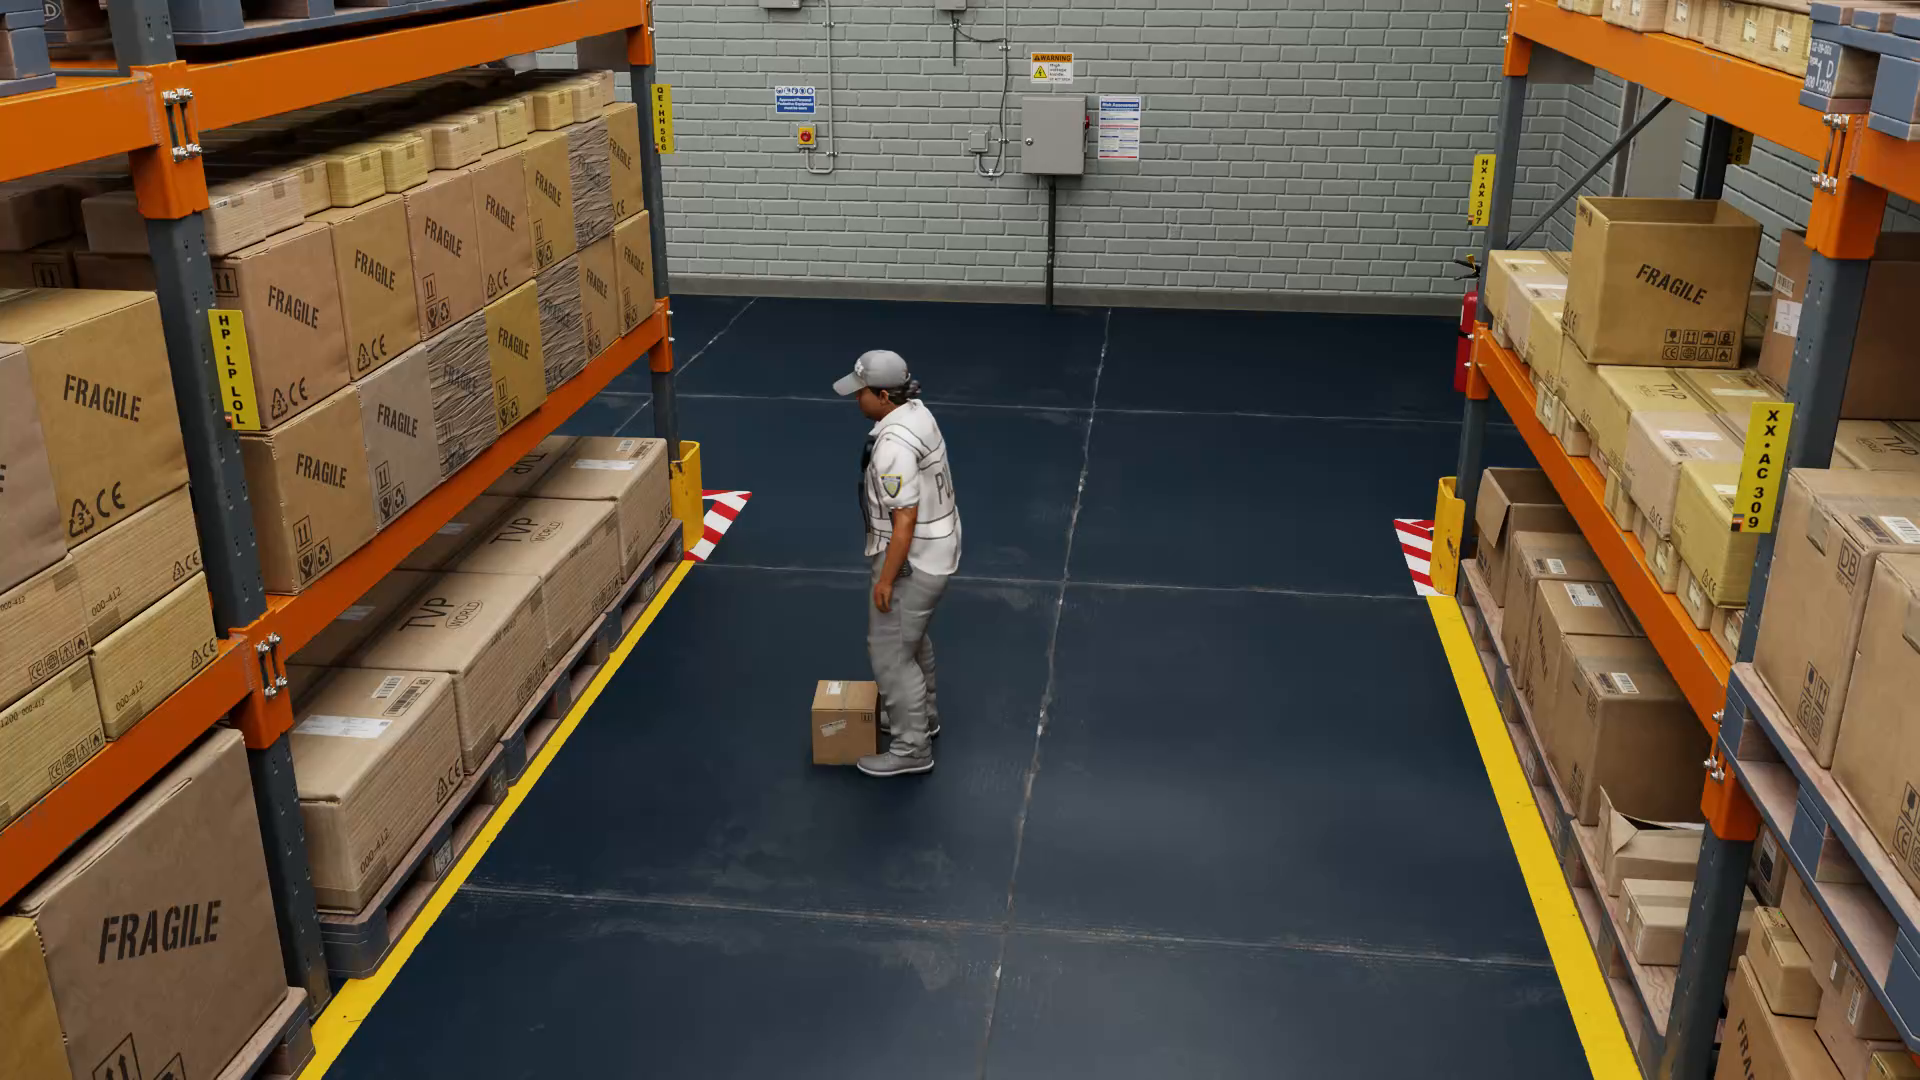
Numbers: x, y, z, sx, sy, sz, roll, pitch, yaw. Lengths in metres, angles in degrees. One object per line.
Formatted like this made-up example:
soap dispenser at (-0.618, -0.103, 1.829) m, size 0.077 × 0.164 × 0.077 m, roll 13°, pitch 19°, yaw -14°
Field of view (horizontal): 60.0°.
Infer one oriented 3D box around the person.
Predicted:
person at (-0.231, 0.078, 6.375) m, size 0.466 × 1.666 × 0.538 m, roll 3°, pitch 21°, yaw 7°
